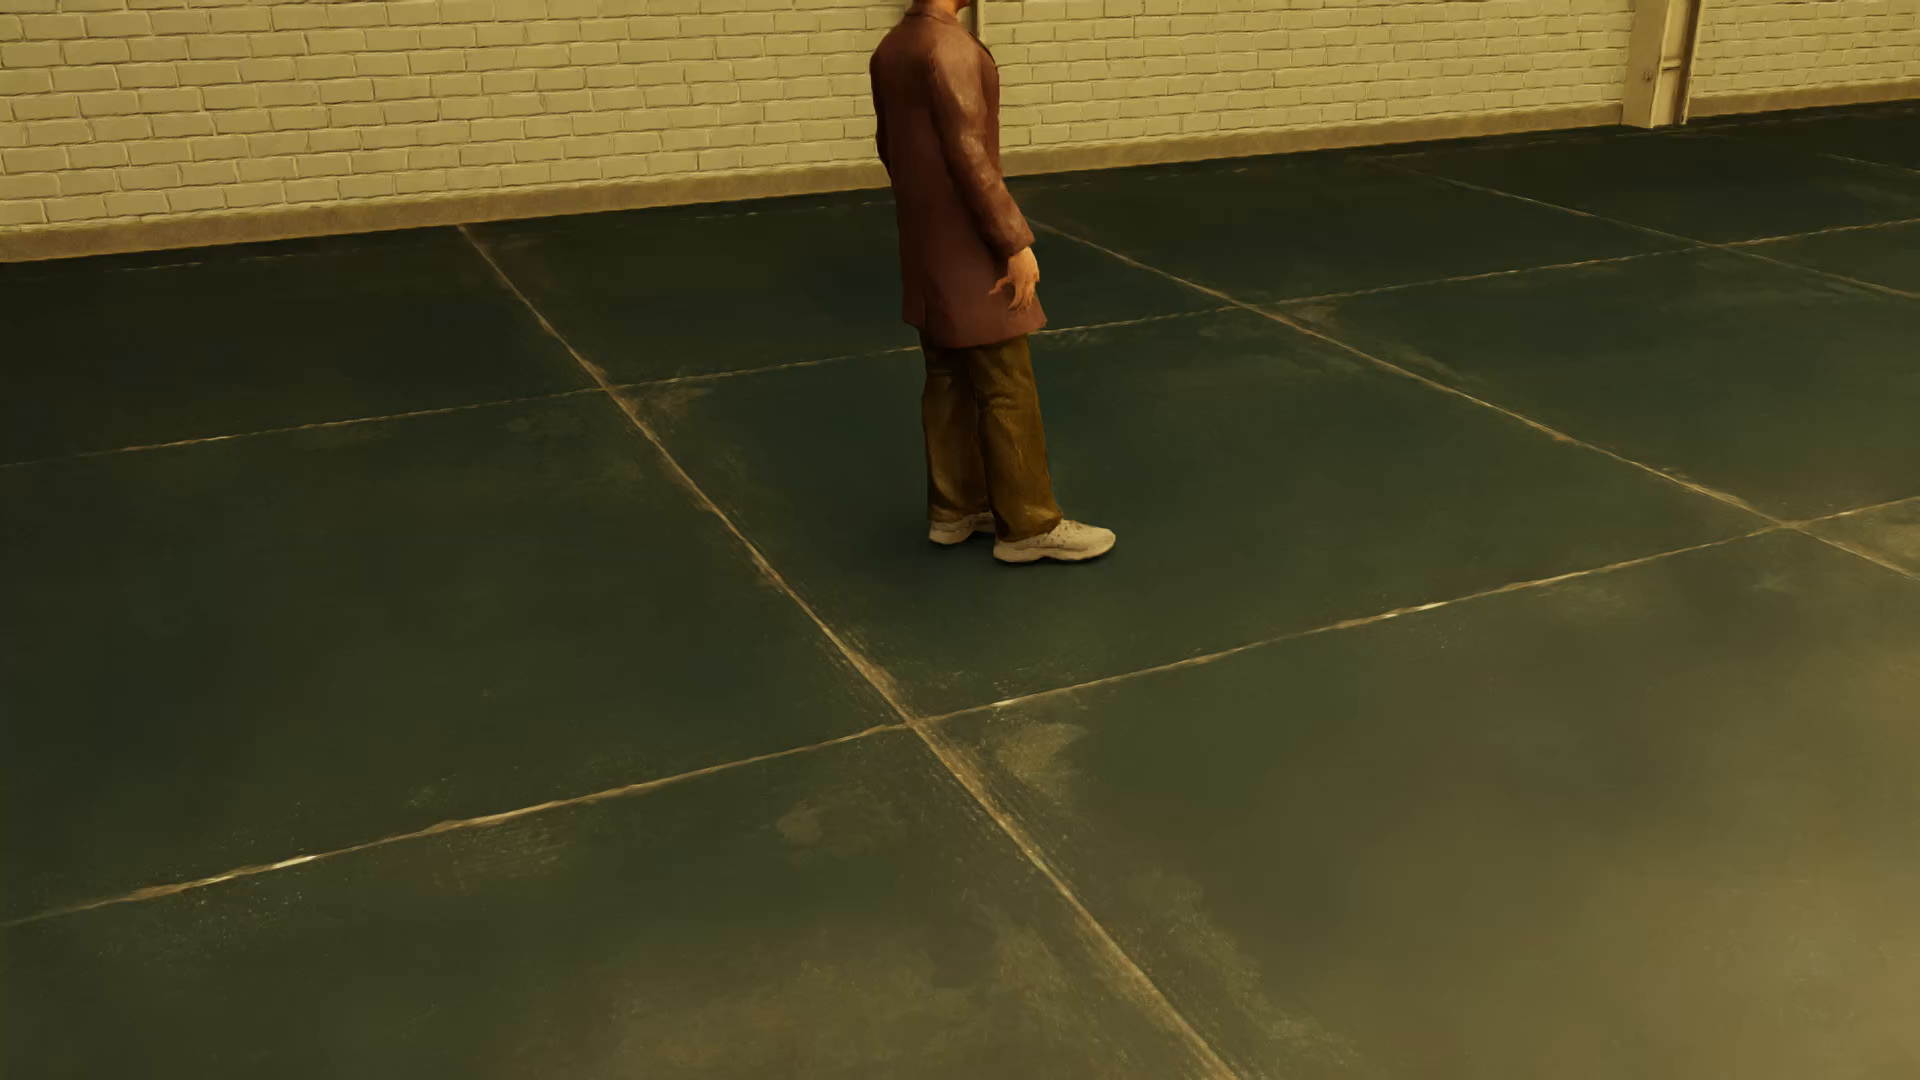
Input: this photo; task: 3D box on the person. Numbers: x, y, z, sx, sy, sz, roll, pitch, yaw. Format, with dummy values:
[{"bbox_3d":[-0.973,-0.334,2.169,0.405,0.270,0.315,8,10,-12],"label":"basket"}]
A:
[{"bbox_3d":[0.085,-0.841,4.795,0.580,1.776,0.694,-10,25,-23],"label":"person"}]
